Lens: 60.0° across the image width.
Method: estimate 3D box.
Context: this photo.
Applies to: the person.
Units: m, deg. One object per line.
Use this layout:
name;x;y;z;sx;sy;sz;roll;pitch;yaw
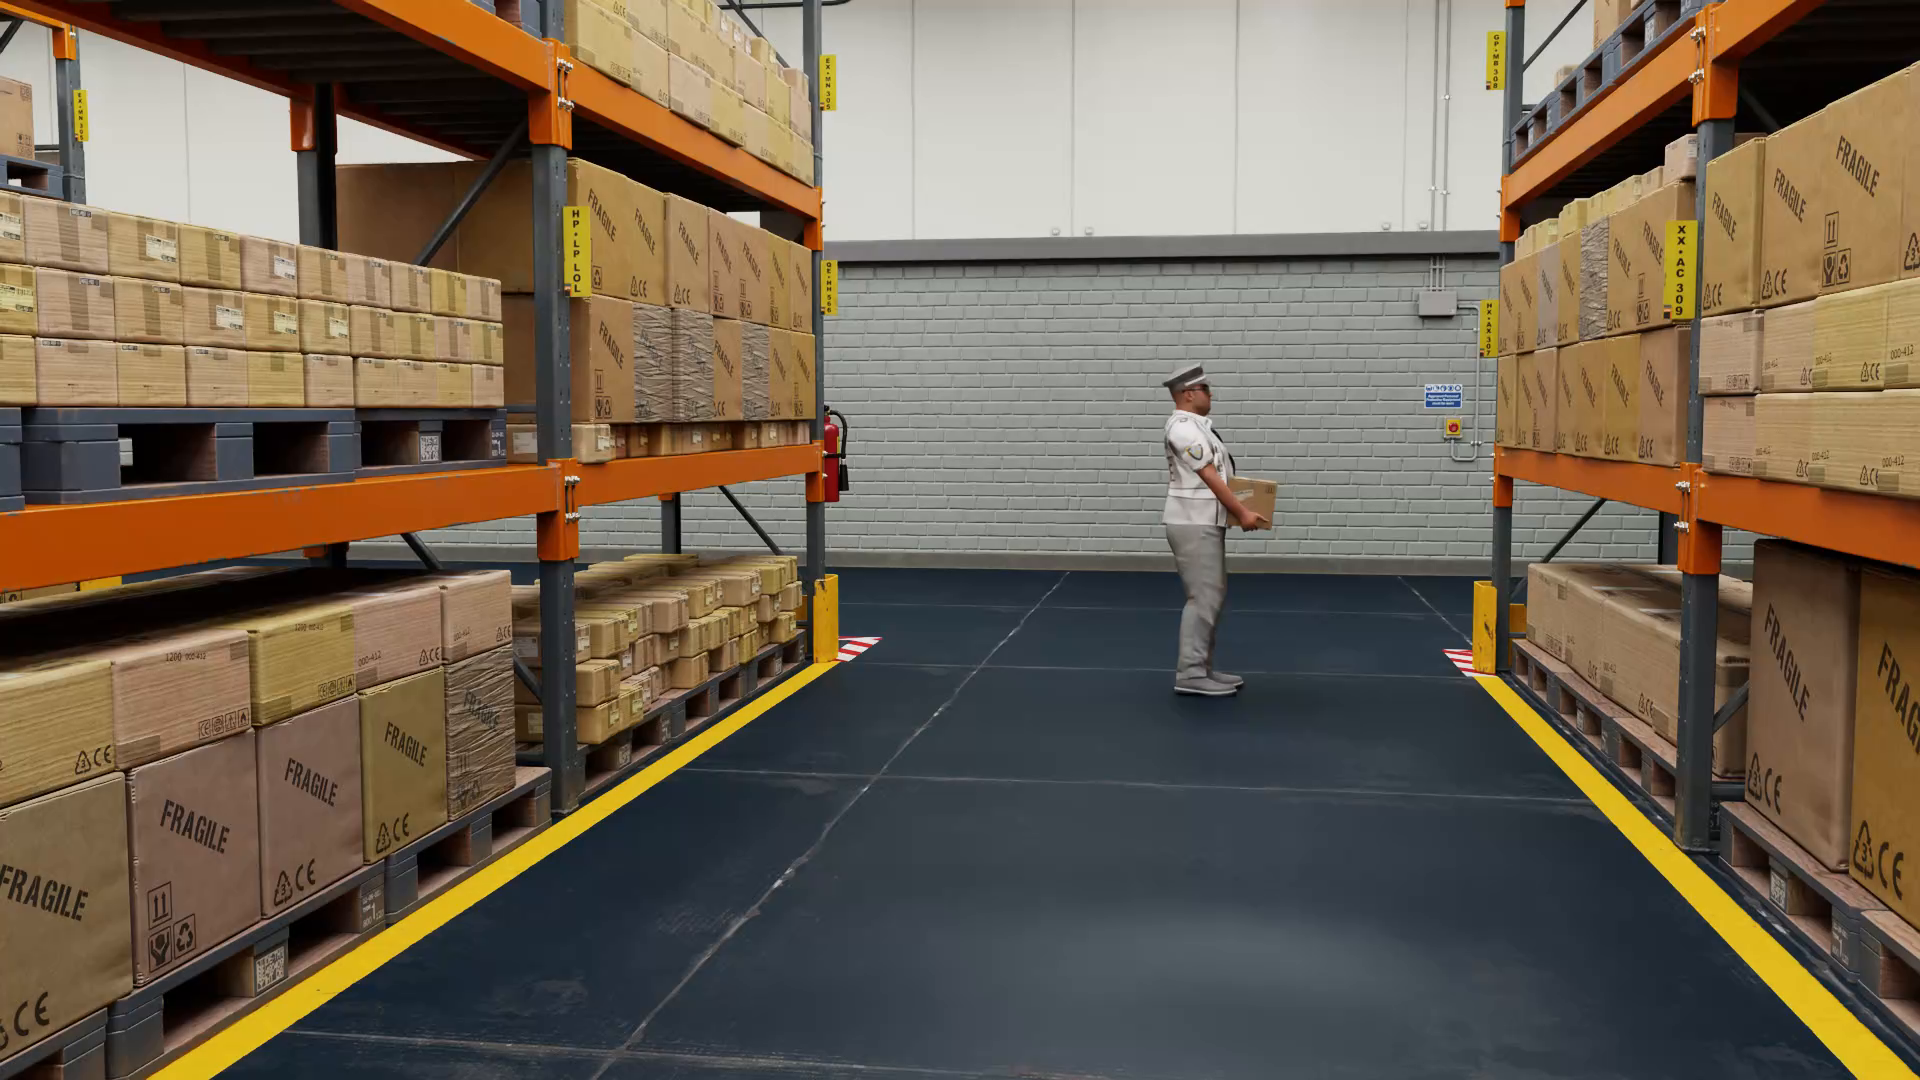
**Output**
person;1.360;-0.071;8.906;0.571;1.766;0.494;1;4;10
